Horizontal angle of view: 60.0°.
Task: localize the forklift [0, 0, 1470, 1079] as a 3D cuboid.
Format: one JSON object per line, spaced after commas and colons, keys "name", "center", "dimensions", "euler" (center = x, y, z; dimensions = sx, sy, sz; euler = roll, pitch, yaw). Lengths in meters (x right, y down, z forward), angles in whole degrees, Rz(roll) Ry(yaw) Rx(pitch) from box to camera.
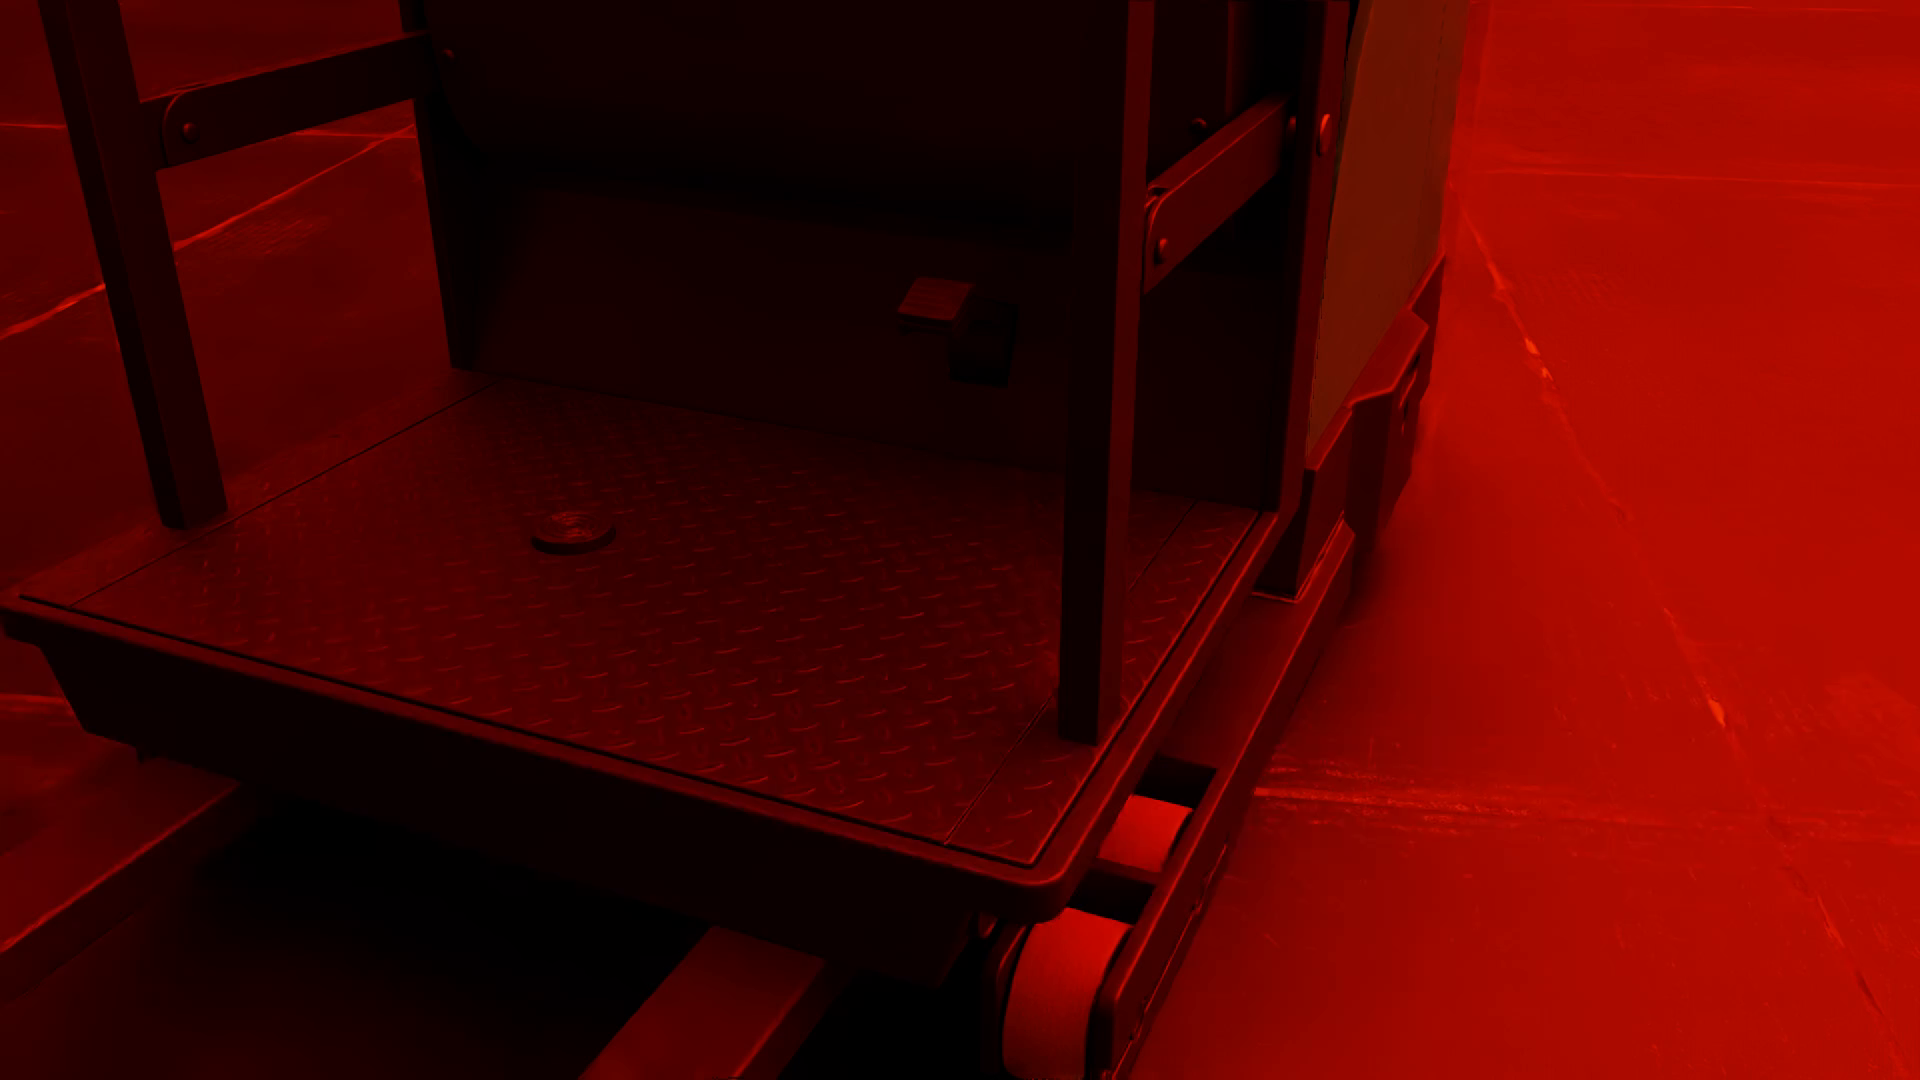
{"name": "forklift", "center": [-0.240, -1.031, 1.283], "dimensions": [1.130, 2.935, 3.031], "euler": [11, 29, 21]}
